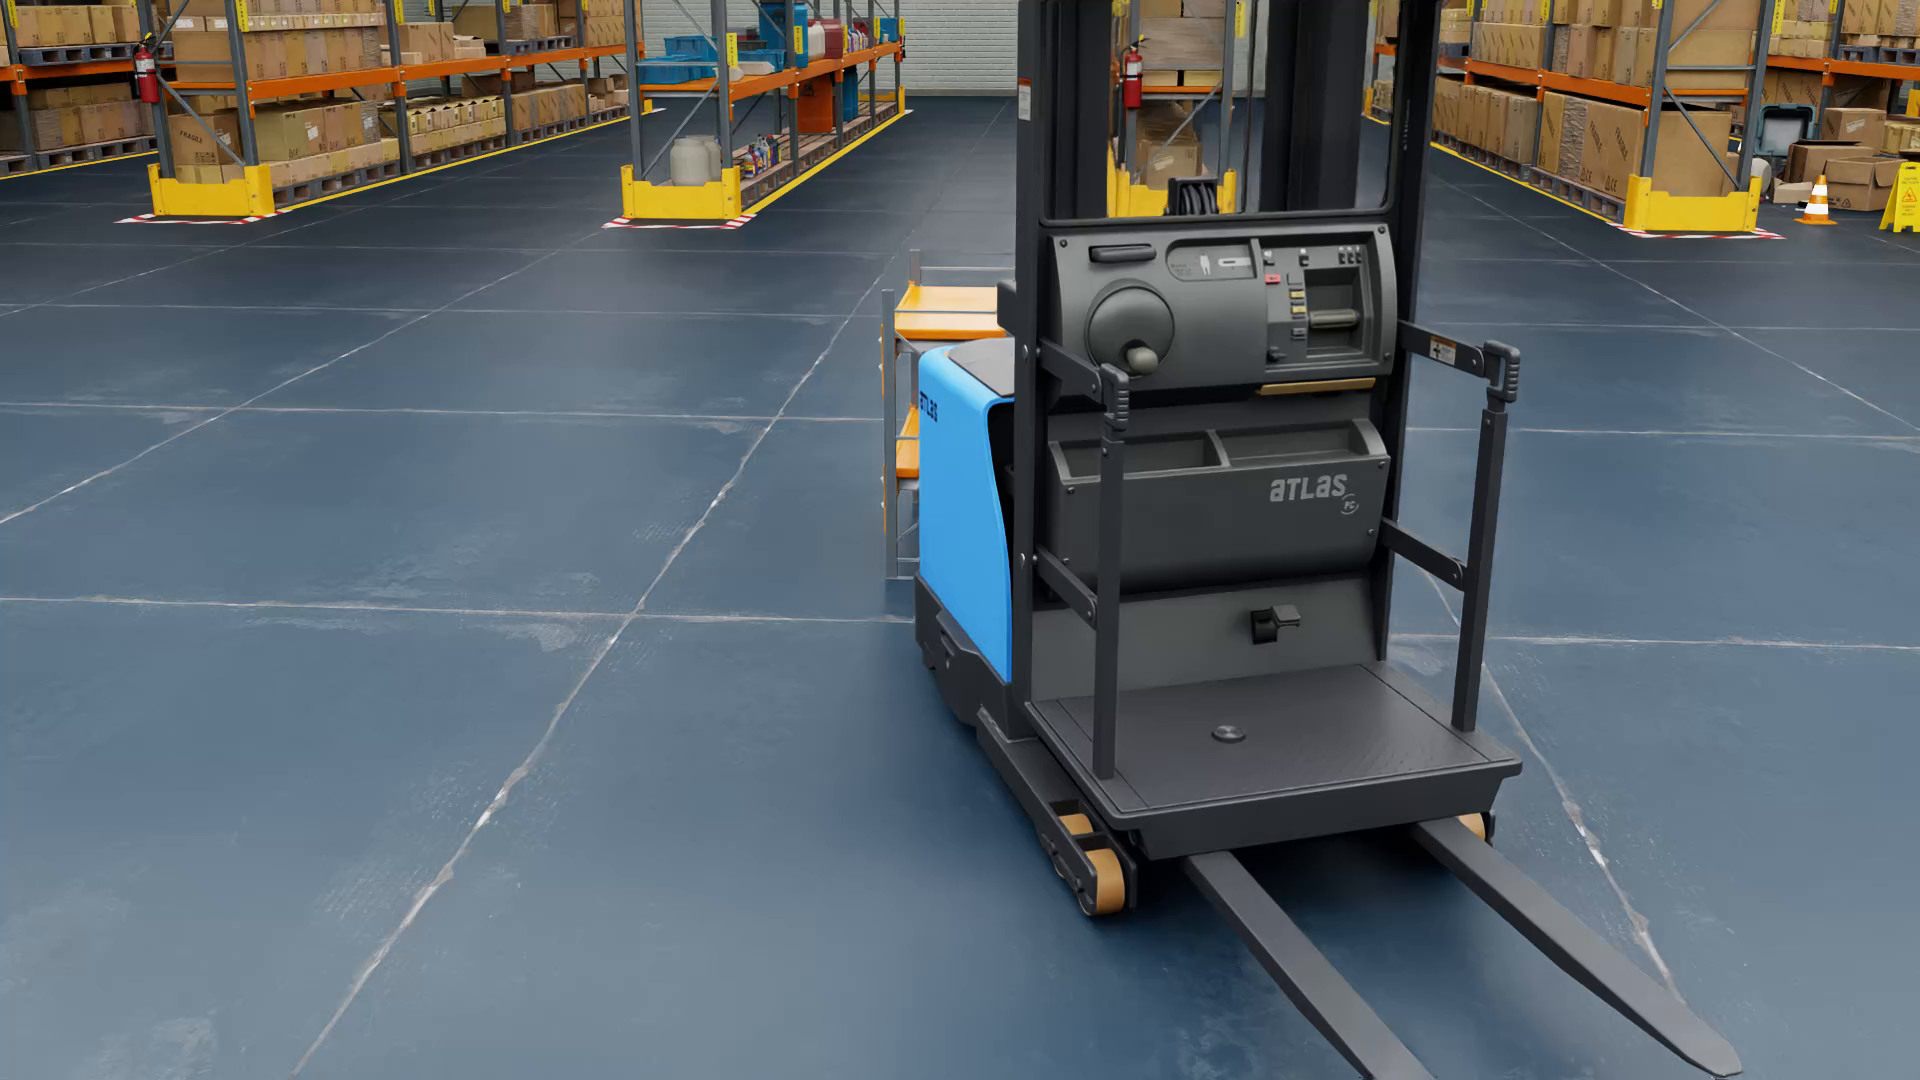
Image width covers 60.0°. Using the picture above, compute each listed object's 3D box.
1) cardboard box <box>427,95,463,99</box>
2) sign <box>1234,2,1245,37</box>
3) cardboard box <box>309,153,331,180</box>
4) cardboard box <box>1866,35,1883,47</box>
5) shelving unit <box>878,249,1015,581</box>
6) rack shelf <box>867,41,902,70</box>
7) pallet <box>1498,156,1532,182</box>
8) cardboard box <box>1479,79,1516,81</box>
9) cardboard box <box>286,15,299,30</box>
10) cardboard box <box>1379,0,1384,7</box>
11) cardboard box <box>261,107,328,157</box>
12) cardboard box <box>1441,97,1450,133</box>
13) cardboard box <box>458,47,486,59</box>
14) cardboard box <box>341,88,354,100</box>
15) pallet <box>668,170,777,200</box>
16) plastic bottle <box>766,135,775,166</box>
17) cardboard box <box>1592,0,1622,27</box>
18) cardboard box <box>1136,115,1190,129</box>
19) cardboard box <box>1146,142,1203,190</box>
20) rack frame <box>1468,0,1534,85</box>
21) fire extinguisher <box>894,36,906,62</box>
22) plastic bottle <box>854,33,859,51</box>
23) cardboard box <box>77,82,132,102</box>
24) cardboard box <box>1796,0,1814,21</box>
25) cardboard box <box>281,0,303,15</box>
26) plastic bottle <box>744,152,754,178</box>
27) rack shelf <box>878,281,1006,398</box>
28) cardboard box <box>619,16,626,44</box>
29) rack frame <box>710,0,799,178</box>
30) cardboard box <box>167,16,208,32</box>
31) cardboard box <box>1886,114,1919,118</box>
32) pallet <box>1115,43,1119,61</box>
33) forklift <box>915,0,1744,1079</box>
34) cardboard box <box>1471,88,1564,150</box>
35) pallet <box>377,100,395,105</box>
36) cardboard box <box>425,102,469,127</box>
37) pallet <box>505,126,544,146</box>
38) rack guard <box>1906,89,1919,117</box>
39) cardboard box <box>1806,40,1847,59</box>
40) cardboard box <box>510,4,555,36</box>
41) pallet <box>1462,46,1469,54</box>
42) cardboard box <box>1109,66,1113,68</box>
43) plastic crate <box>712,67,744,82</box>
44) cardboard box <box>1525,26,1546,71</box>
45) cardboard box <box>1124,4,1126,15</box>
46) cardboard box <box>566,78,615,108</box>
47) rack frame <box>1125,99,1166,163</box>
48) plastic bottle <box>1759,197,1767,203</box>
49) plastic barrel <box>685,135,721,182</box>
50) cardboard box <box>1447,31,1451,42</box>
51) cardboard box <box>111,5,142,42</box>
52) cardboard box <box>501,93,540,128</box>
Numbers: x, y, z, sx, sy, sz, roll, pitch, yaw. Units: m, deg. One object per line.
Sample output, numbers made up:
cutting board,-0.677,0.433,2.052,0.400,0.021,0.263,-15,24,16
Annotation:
cardboard box,-7.495,-6.314,24.217,0.500,0.311,0.500,2,18,6
sign,2.684,-5.004,15.985,0.100,0.325,0.005,1,18,4
cardboard box,-7.409,-4.192,18.639,0.500,0.250,0.500,1,18,4
cardboard box,12.232,-6.595,21.962,0.380,0.149,0.250,1,18,4
shelving unit,0.000,-0.537,6.754,0.538,1.125,1.048,1,18,4
rack shelf,-1.794,-8.721,29.876,1.077,0.370,4.000,1,18,4
pallet,7.349,-4.621,20.685,1.003,0.211,1.213,1,18,4
cardboard box,7.983,-6.681,24.631,0.500,0.250,0.500,1,18,3
cardboard box,-7.423,-5.620,18.055,0.380,0.149,0.250,1,18,2
cardboard box,7.933,-9.962,30.264,0.500,0.500,0.500,1,18,4
cardboard box,-7.421,-4.548,18.523,0.500,0.500,0.500,1,18,4
cardboard box,7.483,-6.330,24.763,0.500,0.500,0.500,2,18,6
cardboard box,-6.953,-6.906,23.586,0.380,0.149,0.250,1,18,4
cardboard box,-11.585,-8.220,30.531,0.700,0.500,0.500,2,18,5
pallet,-2.685,-4.044,18.927,1.003,0.211,1.213,1,18,4
plastic bottle,-2.283,-4.641,19.818,0.144,0.351,0.185,0,18,1
cardboard box,7.179,-5.672,17.441,0.875,0.550,0.500,1,18,4
cardboard box,2.495,-5.058,20.850,0.700,0.500,0.500,0,18,0
cardboard box,2.204,-3.809,17.072,0.500,0.500,0.500,5,19,14
rack frame,7.656,-6.947,23.306,1.000,3.000,0.127,1,18,4
fire extinguisher,-1.187,-9.507,31.842,0.296,0.674,0.183,1,18,4
plastic bottle,-1.706,-7.983,26.668,0.152,0.276,0.135,1,18,4
cardboard box,-12.209,-6.398,23.734,0.500,0.250,0.500,2,18,5
cardboard box,12.405,-7.716,23.888,0.500,0.500,0.500,2,18,5
cardboard box,-7.620,-5.972,18.086,0.700,0.500,0.500,1,18,4
plastic bottle,-2.357,-4.183,18.548,0.097,0.271,0.097,0,18,0
rack shelf,0.000,-0.815,6.663,0.538,0.278,1.000,1,18,4
cardboard box,-6.427,-9.382,30.578,0.500,0.500,0.500,1,18,4
rack frame,-2.511,-5.957,20.286,1.000,3.000,0.127,1,18,4
cardboard box,-7.901,-5.305,17.094,0.380,0.149,0.250,1,18,3
cardboard box,12.550,-5.643,22.874,0.950,0.372,0.625,0,18,0
pallet,2.771,-6.774,23.087,1.213,0.211,1.003,1,18,4
forklift,0.747,-0.602,4.053,1.130,2.935,3.031,-5,19,-15
cardboard box,7.463,-5.618,22.191,1.050,0.750,0.750,2,18,5
pallet,-11.511,-8.330,32.006,1.003,0.211,1.213,1,18,4
cardboard box,-7.064,-5.828,22.734,0.500,0.311,0.500,2,18,5
pallet,-7.073,-6.217,25.557,1.003,0.211,1.213,1,18,4
rack guard,18.120,-8.031,30.630,1.175,0.500,0.348,1,18,4
cardboard box,12.378,-6.959,23.585,0.500,0.250,0.500,1,18,2
cardboard box,-7.135,-8.658,27.695,0.700,0.500,0.500,-5,19,-15
pallet,7.757,-7.471,25.215,1.003,0.211,1.213,1,18,4
cardboard box,2.914,-7.044,26.342,1.225,0.875,0.875,1,18,2
plastic crate,-2.413,-4.860,17.362,0.298,0.136,0.250,1,18,4
cardboard box,7.140,-5.920,20.012,0.500,0.500,0.500,1,18,4
cardboard box,2.073,-6.066,18.374,0.500,0.500,0.500,1,18,4
cardboard box,-6.748,-8.160,30.311,0.797,0.503,0.637,1,18,4
rack frame,2.433,-5.846,19.948,0.949,2.616,0.053,1,18,4
plastic bottle,8.660,-3.717,18.169,0.283,0.061,0.133,-5,19,-15
plastic barrel,-2.791,-4.094,17.921,0.421,0.512,0.421,0,18,0
cardboard box,7.253,-7.267,24.014,0.380,0.149,0.250,1,18,4
cardboard box,-12.142,-7.357,23.690,0.700,0.500,0.500,0,18,-1
cardboard box,-6.815,-6.630,25.647,0.500,0.500,0.500,1,18,2
